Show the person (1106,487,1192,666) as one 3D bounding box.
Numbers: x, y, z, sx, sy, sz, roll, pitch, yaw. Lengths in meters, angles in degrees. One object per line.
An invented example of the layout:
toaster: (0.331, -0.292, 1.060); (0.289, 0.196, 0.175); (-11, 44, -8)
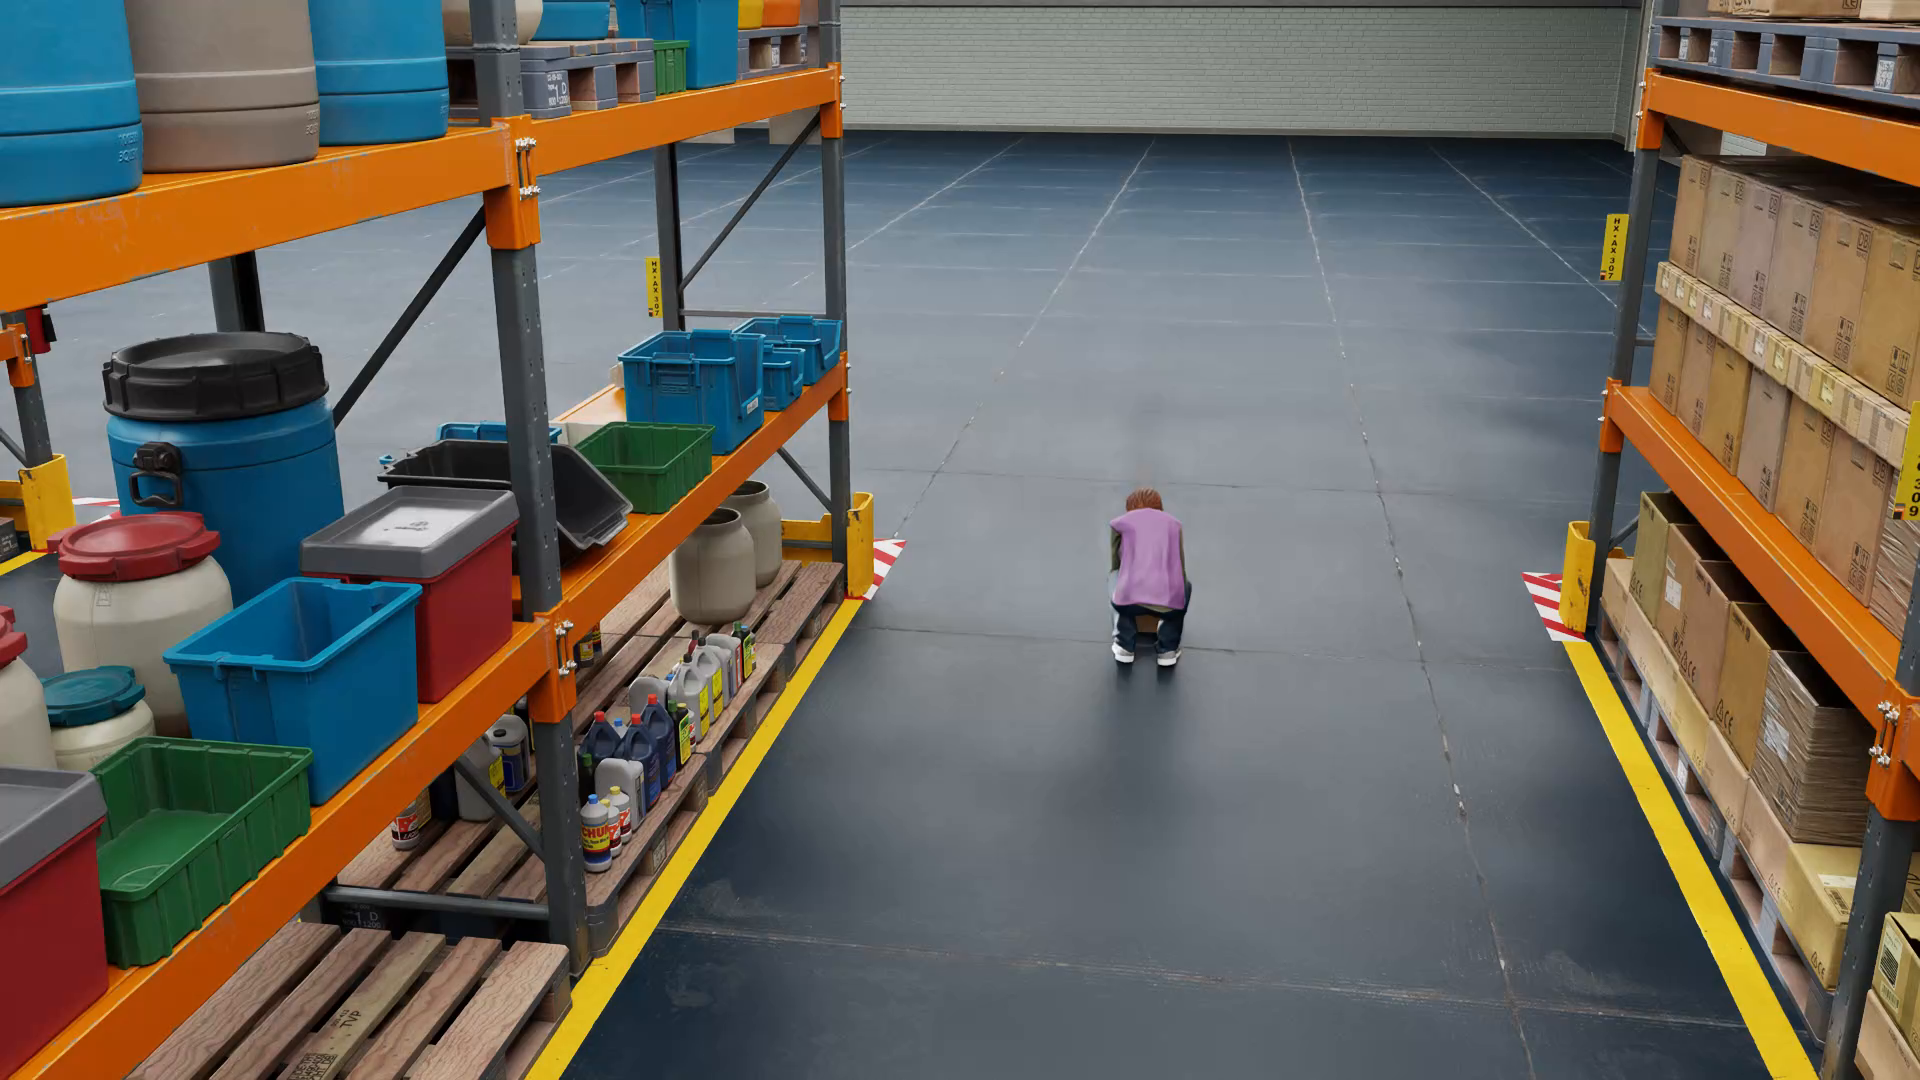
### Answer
person: (0.946, 0.191, 8.338); (0.436, 0.767, 0.806); (3, 18, 9)
